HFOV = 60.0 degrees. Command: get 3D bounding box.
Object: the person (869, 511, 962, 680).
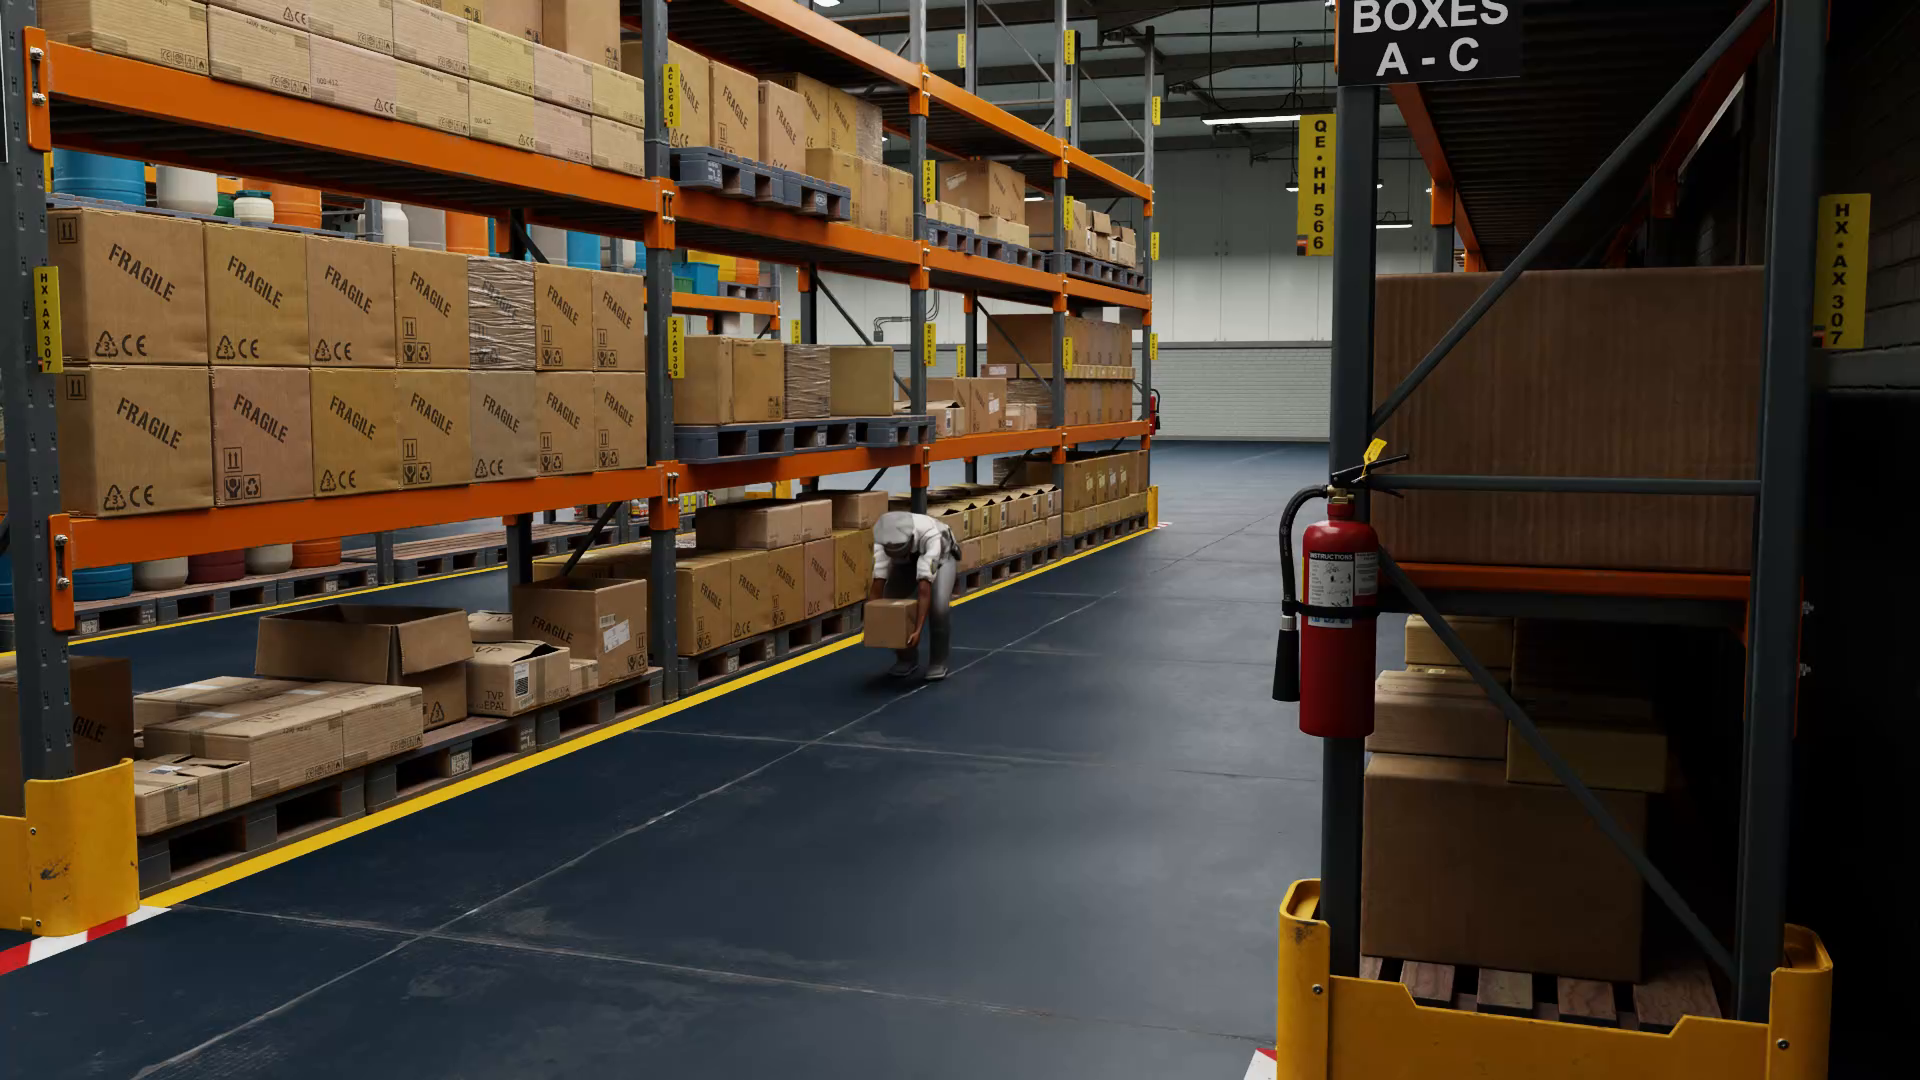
[{"bbox_3d":[-0.284,0.319,9.772,0.450,1.027,0.933,2,6,16],"label":"person"}]
